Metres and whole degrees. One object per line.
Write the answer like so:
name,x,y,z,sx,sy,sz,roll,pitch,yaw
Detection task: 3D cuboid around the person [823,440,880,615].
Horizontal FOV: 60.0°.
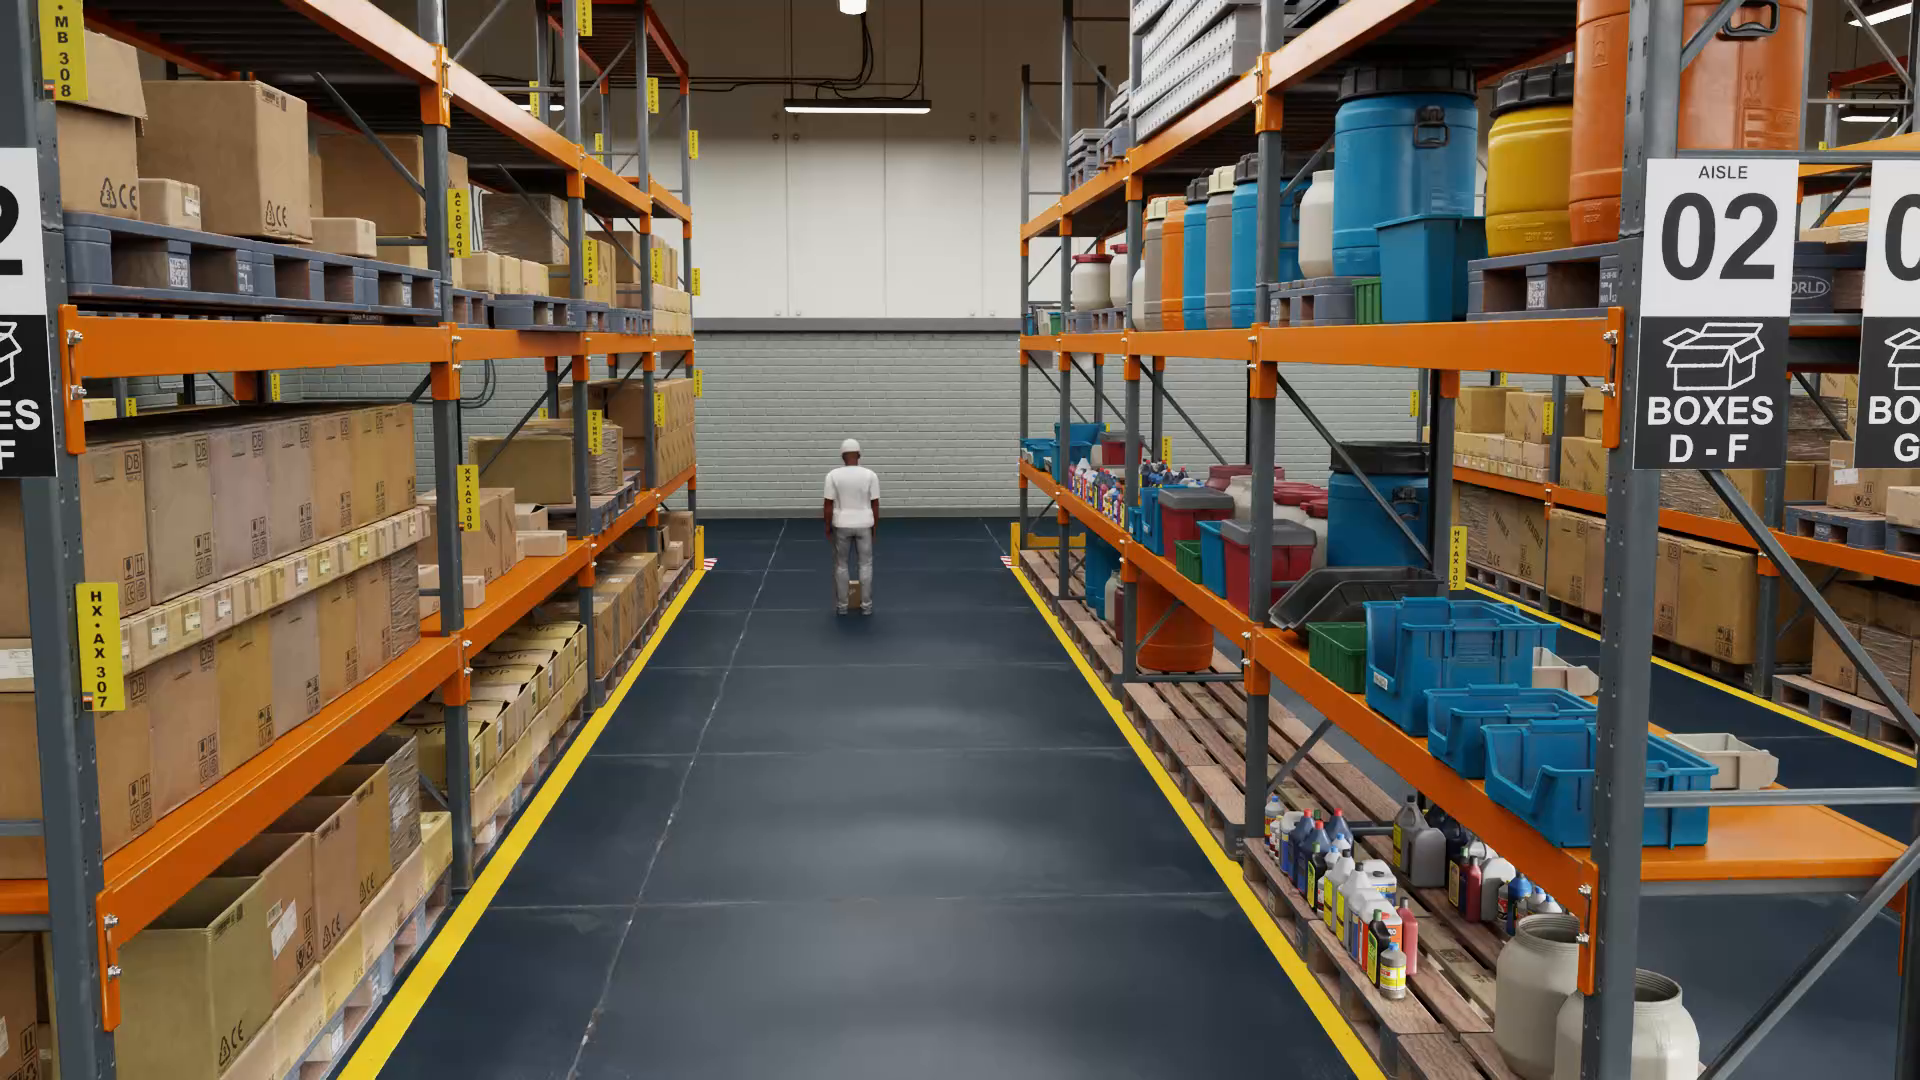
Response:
person,-1.090,-0.131,16.764,0.566,1.761,0.368,0,7,-3
